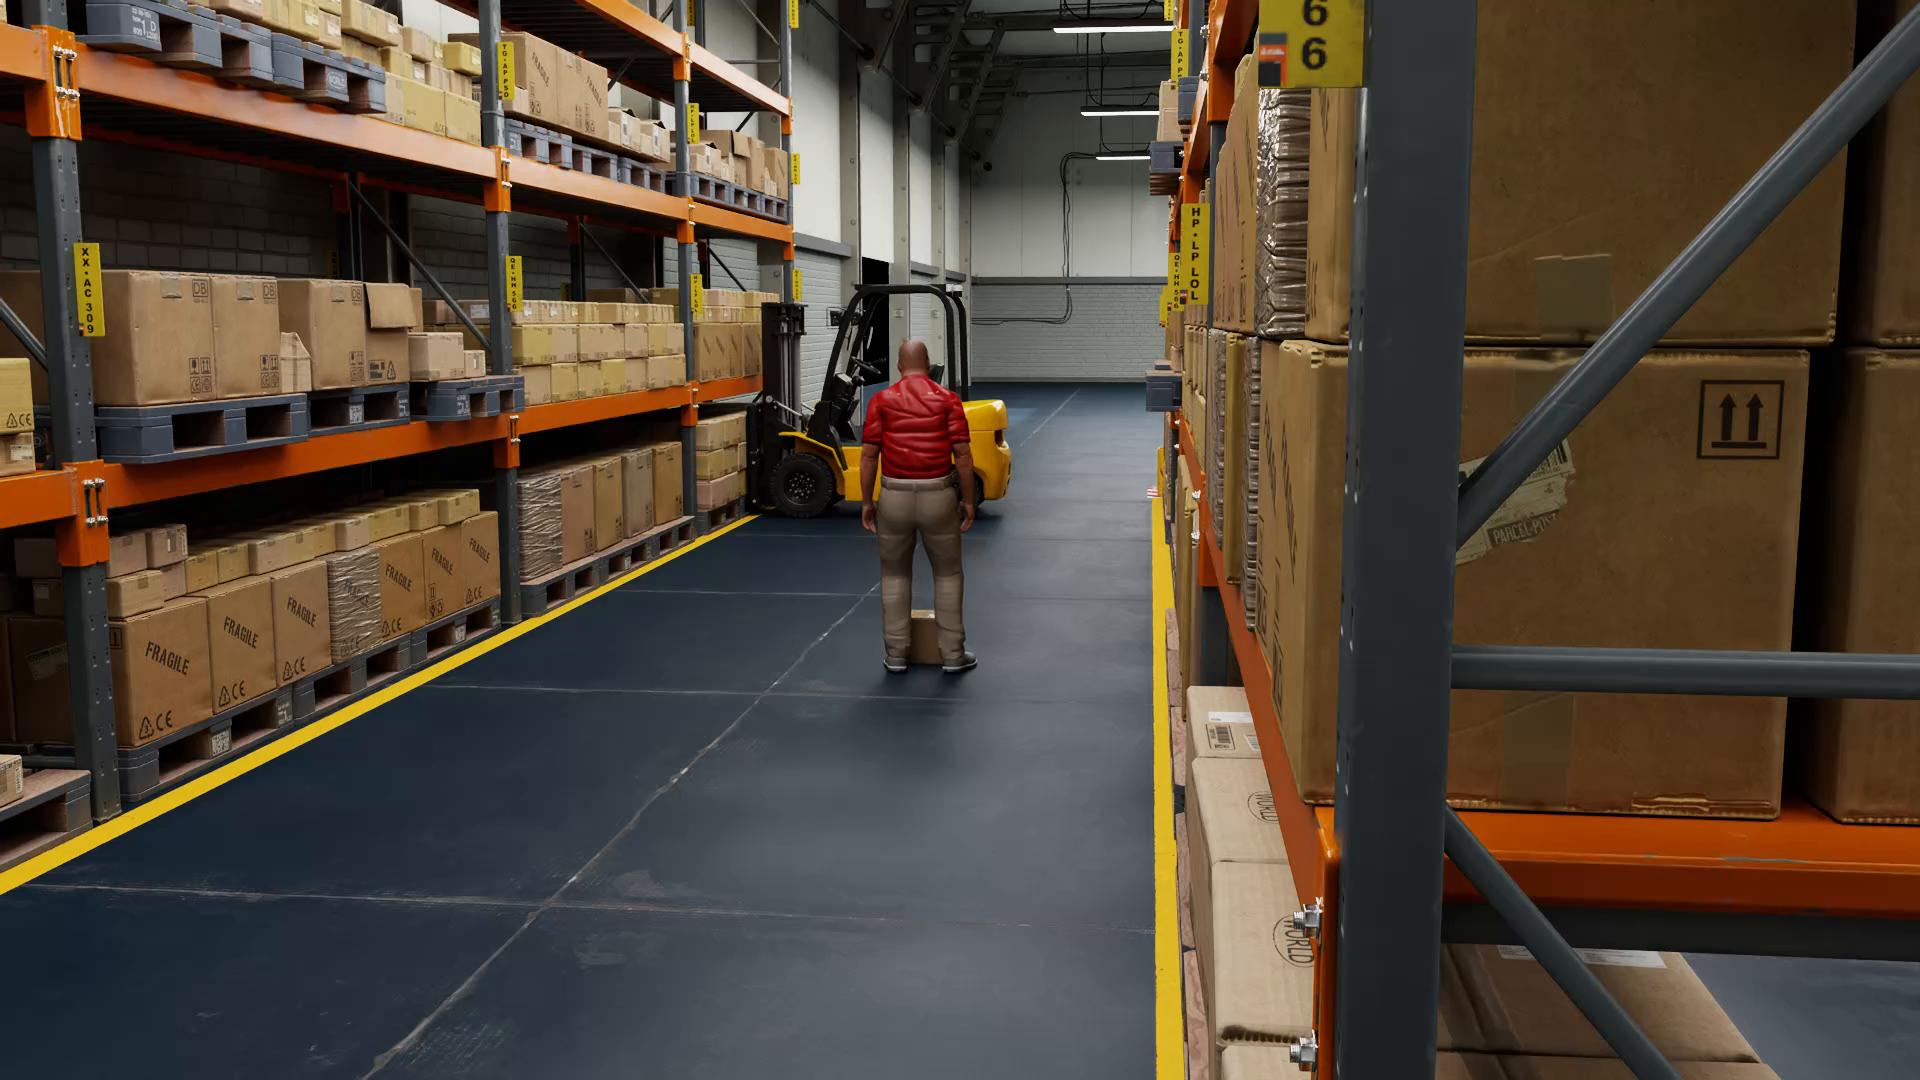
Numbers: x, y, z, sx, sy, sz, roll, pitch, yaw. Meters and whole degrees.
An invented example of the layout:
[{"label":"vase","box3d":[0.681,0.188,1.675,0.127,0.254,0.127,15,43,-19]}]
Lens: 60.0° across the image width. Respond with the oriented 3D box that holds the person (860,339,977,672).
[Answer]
[{"label":"person","box3d":[-0.216,-0.177,8.674,0.605,1.728,0.385,0,8,3]}]
